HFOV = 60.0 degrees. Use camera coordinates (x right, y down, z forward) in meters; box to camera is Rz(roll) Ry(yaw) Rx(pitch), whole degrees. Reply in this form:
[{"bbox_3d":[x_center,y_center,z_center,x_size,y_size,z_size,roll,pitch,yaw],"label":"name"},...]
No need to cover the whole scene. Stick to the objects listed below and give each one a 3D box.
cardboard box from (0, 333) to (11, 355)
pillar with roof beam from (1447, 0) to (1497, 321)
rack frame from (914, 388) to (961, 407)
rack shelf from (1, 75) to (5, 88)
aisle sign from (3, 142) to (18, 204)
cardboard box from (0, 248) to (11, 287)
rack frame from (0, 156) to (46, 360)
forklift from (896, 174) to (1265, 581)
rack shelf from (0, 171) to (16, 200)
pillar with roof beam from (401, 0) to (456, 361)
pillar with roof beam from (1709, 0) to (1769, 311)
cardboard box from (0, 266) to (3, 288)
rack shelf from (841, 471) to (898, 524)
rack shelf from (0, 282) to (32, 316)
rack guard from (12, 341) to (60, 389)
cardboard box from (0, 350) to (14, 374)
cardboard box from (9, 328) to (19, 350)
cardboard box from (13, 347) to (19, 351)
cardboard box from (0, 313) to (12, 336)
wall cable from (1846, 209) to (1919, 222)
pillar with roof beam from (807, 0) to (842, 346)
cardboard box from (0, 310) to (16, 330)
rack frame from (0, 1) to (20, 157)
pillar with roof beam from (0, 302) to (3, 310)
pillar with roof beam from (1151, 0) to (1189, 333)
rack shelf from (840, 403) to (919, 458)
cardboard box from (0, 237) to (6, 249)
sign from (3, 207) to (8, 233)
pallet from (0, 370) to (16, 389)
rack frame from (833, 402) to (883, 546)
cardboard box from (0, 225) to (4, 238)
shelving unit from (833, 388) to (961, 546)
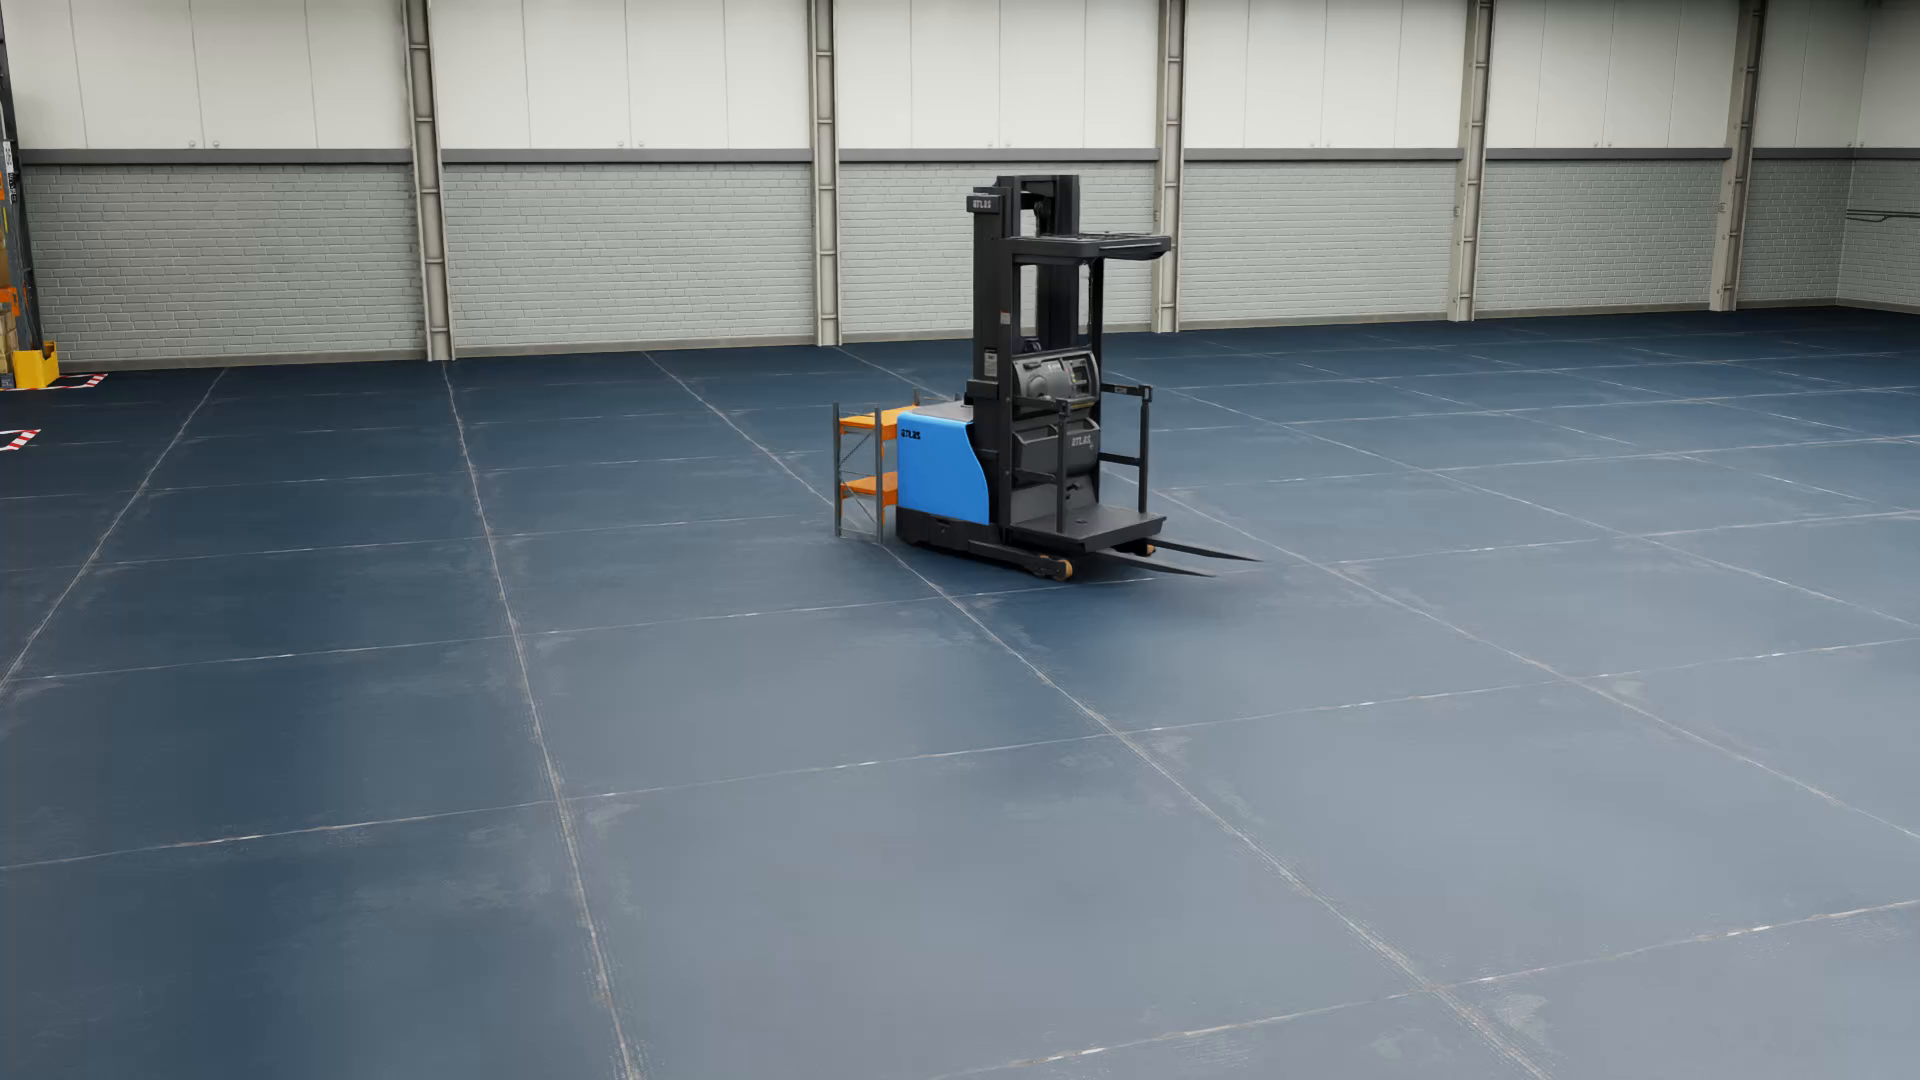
[{"bbox_3d":[-12.930,-2.603,22.060,0.500,0.250,0.500,-5,14,-19],"label":"cardboard box"},{"bbox_3d":[10.603,-7.490,25.686,0.400,9.000,9.100,-4,14,-18],"label":"pillar with roof beam"},{"bbox_3d":[-0.192,-0.722,14.248,0.500,1.125,0.032,10,17,37],"label":"rack frame"},{"bbox_3d":[-14.464,-5.825,21.102,4.000,0.370,1.077,-4,14,-18],"label":"rack shelf"},{"bbox_3d":[-12.413,-4.803,21.736,0.004,0.787,0.394,-4,14,-18],"label":"aisle sign"},{"bbox_3d":[-13.127,-3.671,22.378,0.500,0.500,0.500,-4,14,-16],"label":"cardboard box"},{"bbox_3d":[-12.569,-3.598,22.288,0.127,3.000,1.000,-4,14,-18],"label":"rack frame"},{"bbox_3d":[0.895,-1.253,12.577,3.031,2.935,1.130,12,18,42],"label":"forklift"},{"bbox_3d":[-14.464,-4.560,21.403,4.000,0.370,1.077,-4,14,-18],"label":"rack shelf"},{"bbox_3d":[-6.457,-6.162,20.101,0.400,9.000,9.100,-4,14,-18],"label":"pillar with roof beam"},{"bbox_3d":[16.290,-7.933,27.547,0.400,9.000,9.100,-4,14,-18],"label":"pillar with roof beam"},{"bbox_3d":[-12.952,-3.553,21.881,0.500,0.500,0.500,-5,14,-19],"label":"cardboard box"},{"bbox_3d":[-0.509,-0.392,13.918,0.538,0.278,1.000,10,17,37],"label":"rack shelf"},{"bbox_3d":[-14.464,-3.101,21.750,4.000,0.370,1.077,-4,14,-18],"label":"rack shelf"},{"bbox_3d":[-12.546,-2.384,22.584,0.348,0.500,1.175,-4,14,-18],"label":"rack guard"},{"bbox_3d":[-12.913,-2.361,22.120,0.500,0.250,0.500,-4,14,-18],"label":"cardboard box"},{"bbox_3d":[-13.081,-2.719,22.545,0.500,0.250,0.500,-4,14,-17],"label":"cardboard box"},{"bbox_3d":[-13.097,-2.471,22.585,0.500,0.250,0.500,-4,14,-18],"label":"cardboard box"},{"bbox_3d":[-12.906,-2.849,22.011,0.500,0.250,0.500,-4,14,-16],"label":"cardboard box"},{"bbox_3d":[18.131,-7.294,31.571,0.112,2.526,3.097,-4,14,-18],"label":"wall cable"},{"bbox_3d":[-0.770,-6.604,21.962,0.400,9.000,9.100,-4,14,-18],"label":"pillar with roof beam"},{"bbox_3d":[-13.085,-2.957,22.467,0.500,0.250,0.500,-5,14,-19],"label":"cardboard box"},{"bbox_3d":[-12.569,-6.517,21.593,0.127,3.000,1.000,-4,14,-18],"label":"rack frame"},{"bbox_3d":[-12.143,-5.719,18.239,0.400,9.000,9.100,-4,14,-18],"label":"pillar with roof beam"},{"bbox_3d":[4.917,-7.047,23.824,0.400,9.000,9.100,-4,14,-18],"label":"pillar with roof beam"},{"bbox_3d":[-0.509,-0.915,13.793,0.538,0.278,1.000,10,17,37],"label":"rack shelf"},{"bbox_3d":[-12.973,-3.994,22.335,0.250,0.149,0.380,-5,14,-20],"label":"cardboard box"},{"bbox_3d":[-12.409,-4.157,21.622,0.005,0.325,0.100,-4,14,-18],"label":"sign"},{"bbox_3d":[-13.280,-2.176,22.334,1.213,0.211,1.003,-4,14,-18],"label":"pallet"},{"bbox_3d":[-0.827,-0.538,13.475,0.500,1.125,0.032,10,17,37],"label":"rack frame"},{"bbox_3d":[-12.955,-4.129,22.259,0.250,0.149,0.380,-5,14,-19],"label":"cardboard box"},{"bbox_3d":[-0.509,-0.630,13.861,0.538,1.125,1.048,10,17,37],"label":"shelving unit"}]
